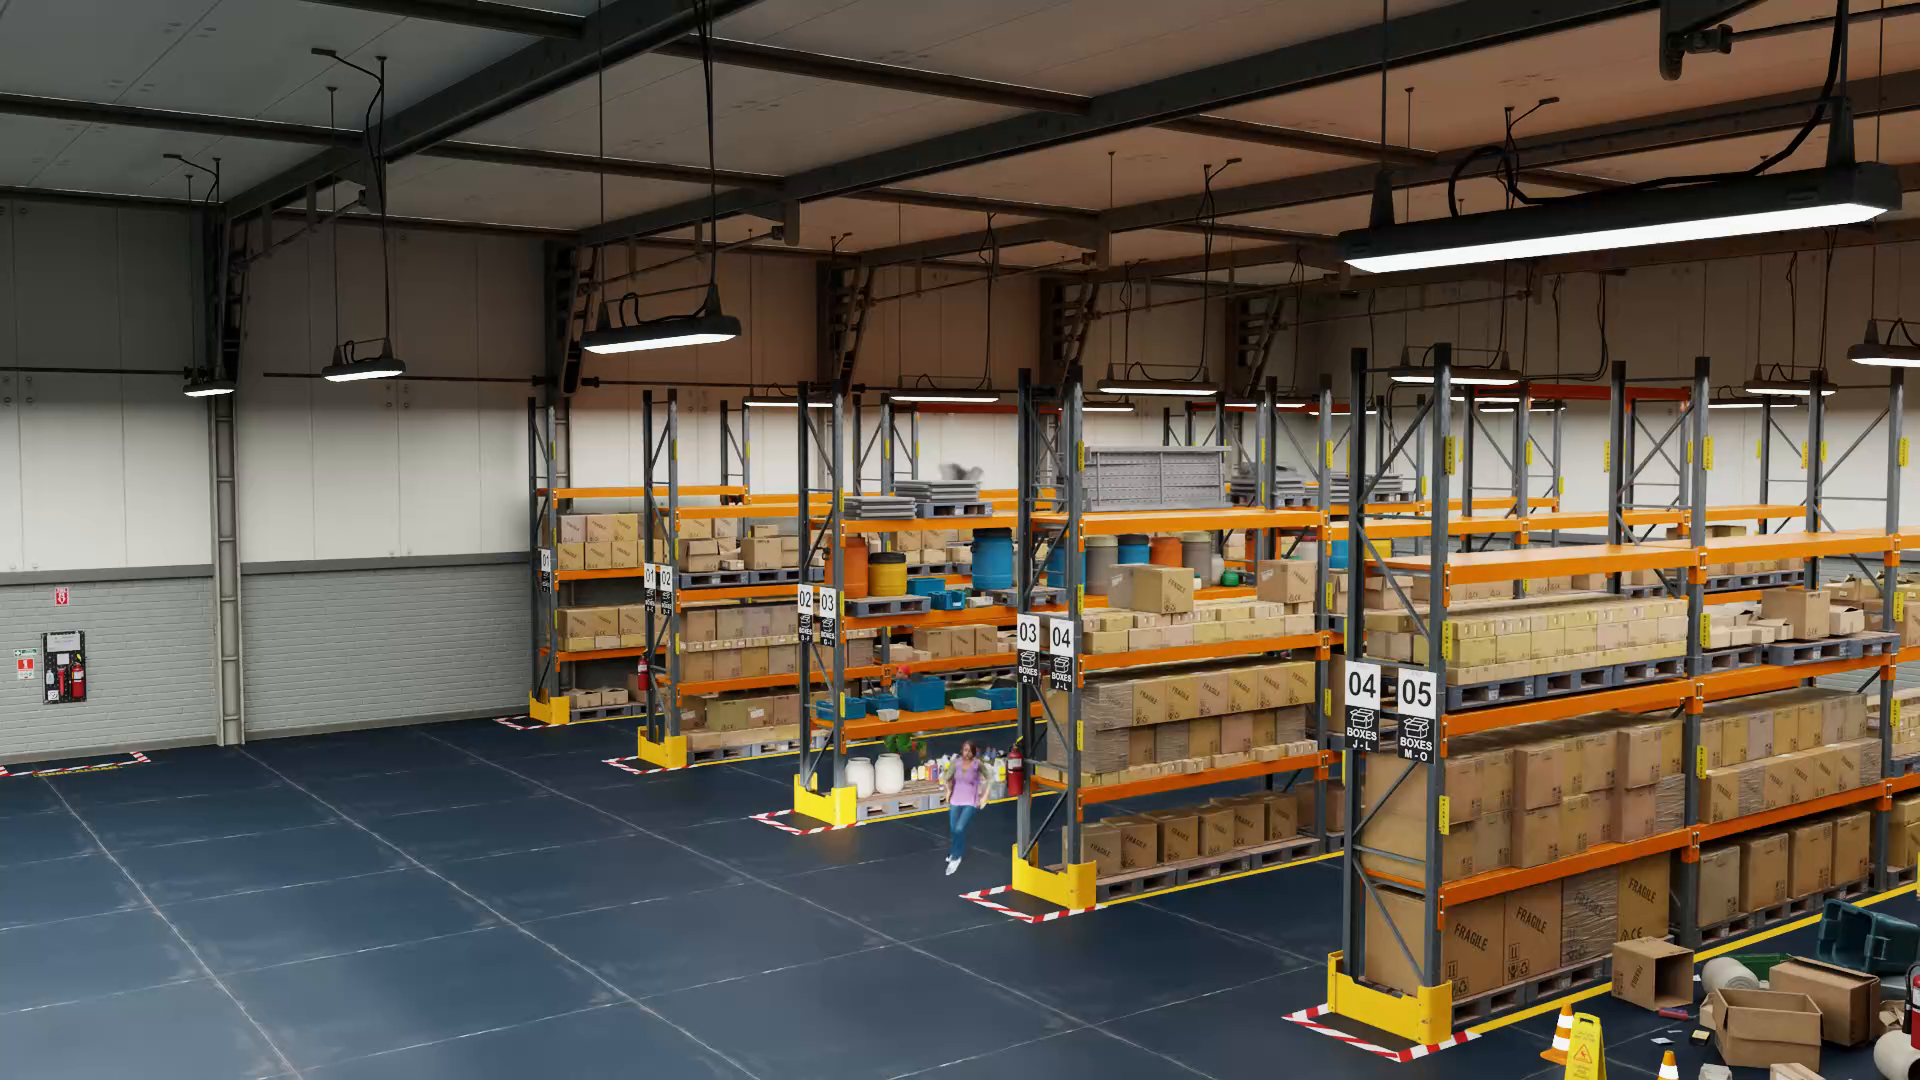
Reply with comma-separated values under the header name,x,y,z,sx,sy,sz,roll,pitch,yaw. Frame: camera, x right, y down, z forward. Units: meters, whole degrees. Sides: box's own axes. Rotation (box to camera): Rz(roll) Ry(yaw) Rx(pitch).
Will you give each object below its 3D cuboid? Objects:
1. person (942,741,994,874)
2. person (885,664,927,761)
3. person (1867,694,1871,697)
name,x,y,z,sx,sy,sz,roll,pitch,yaw
person,0.067,3.200,20.020,0.606,1.597,0.623,1,4,24
person,-0.855,2.786,25.812,0.676,1.725,0.675,3,5,44
person,12.644,2.965,23.149,0.933,1.687,0.639,-3,4,-41
